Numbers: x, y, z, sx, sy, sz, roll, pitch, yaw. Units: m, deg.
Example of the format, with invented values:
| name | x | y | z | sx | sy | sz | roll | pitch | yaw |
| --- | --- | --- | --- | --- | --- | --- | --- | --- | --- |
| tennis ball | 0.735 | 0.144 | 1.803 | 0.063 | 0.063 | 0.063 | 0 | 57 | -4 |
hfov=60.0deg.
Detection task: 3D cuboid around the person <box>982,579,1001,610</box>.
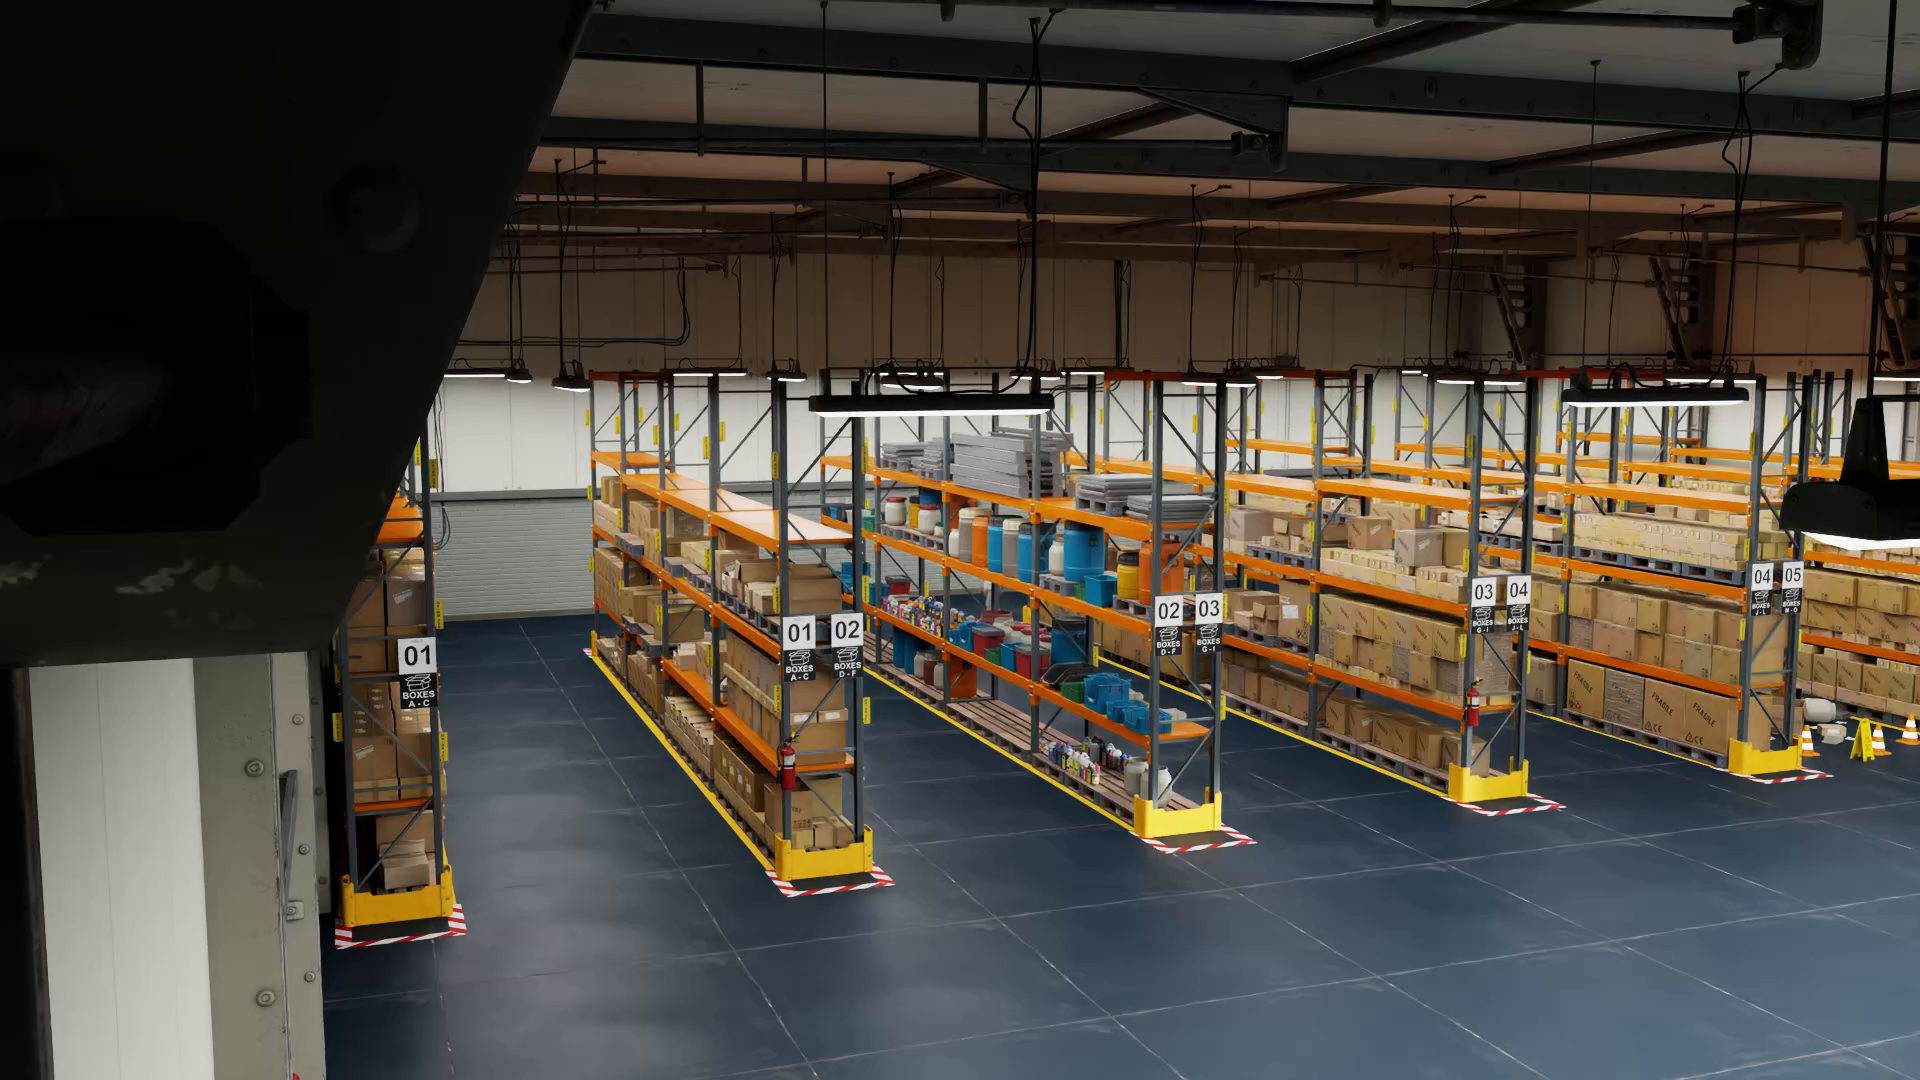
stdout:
| name | x | y | z | sx | sy | sz | roll | pitch | yaw |
| --- | --- | --- | --- | --- | --- | --- | --- | --- | --- |
| person | 0.743 | 1.152 | 39.015 | 0.449 | 1.644 | 0.843 | 6 | 9 | 44 |
